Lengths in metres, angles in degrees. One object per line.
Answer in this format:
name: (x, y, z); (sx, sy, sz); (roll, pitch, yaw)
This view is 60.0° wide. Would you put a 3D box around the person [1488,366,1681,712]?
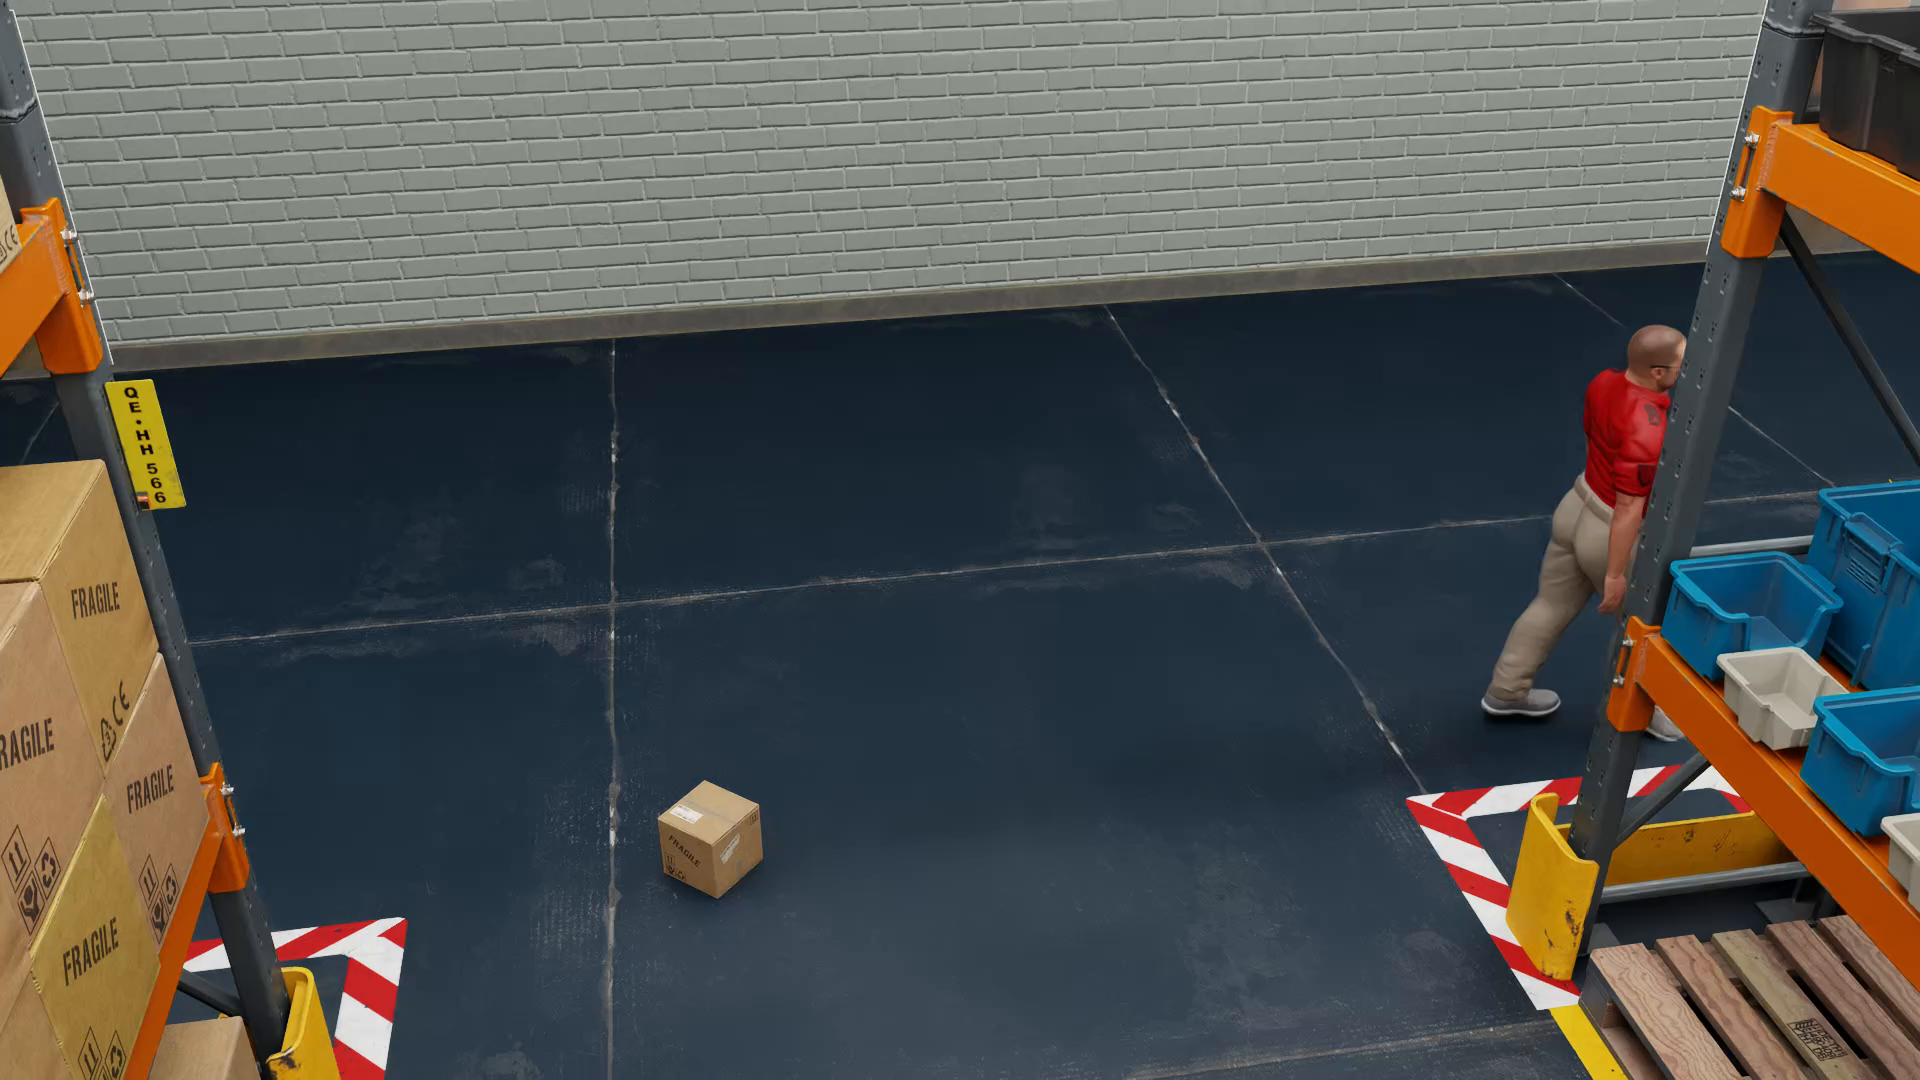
person: (2.415, -0.023, 6.164); (0.652, 1.544, 0.413); (-4, 31, -7)
